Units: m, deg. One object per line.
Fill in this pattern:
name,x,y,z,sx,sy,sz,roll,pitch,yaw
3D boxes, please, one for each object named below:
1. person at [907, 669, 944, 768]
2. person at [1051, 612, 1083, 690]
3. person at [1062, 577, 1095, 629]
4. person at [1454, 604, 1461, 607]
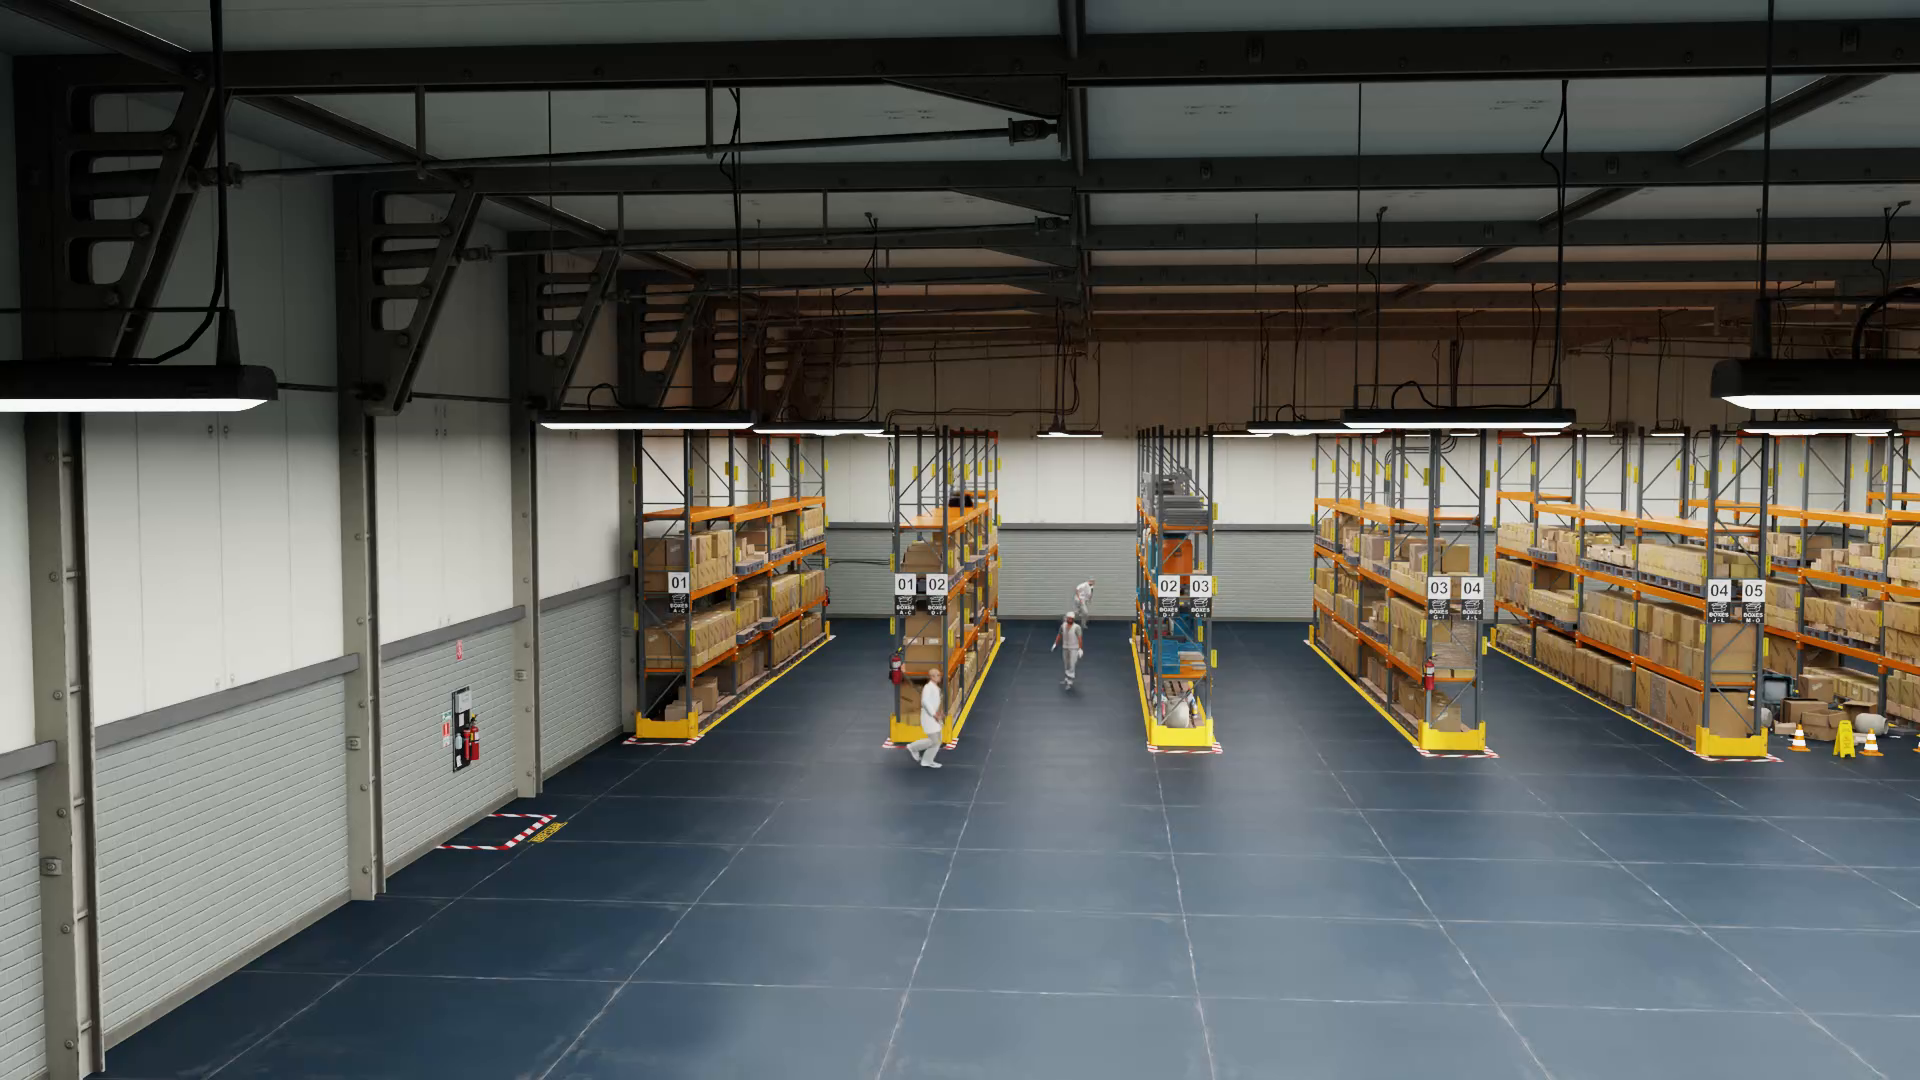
person,-0.612,3.117,29.151,0.649,1.730,0.703,1,4,17
person,2.498,2.534,38.453,0.739,1.782,0.766,2,4,35
person,3.647,1.906,50.793,1.060,1.613,0.659,2,4,30
person,13.865,2.042,46.828,0.672,1.714,0.773,2,4,25
